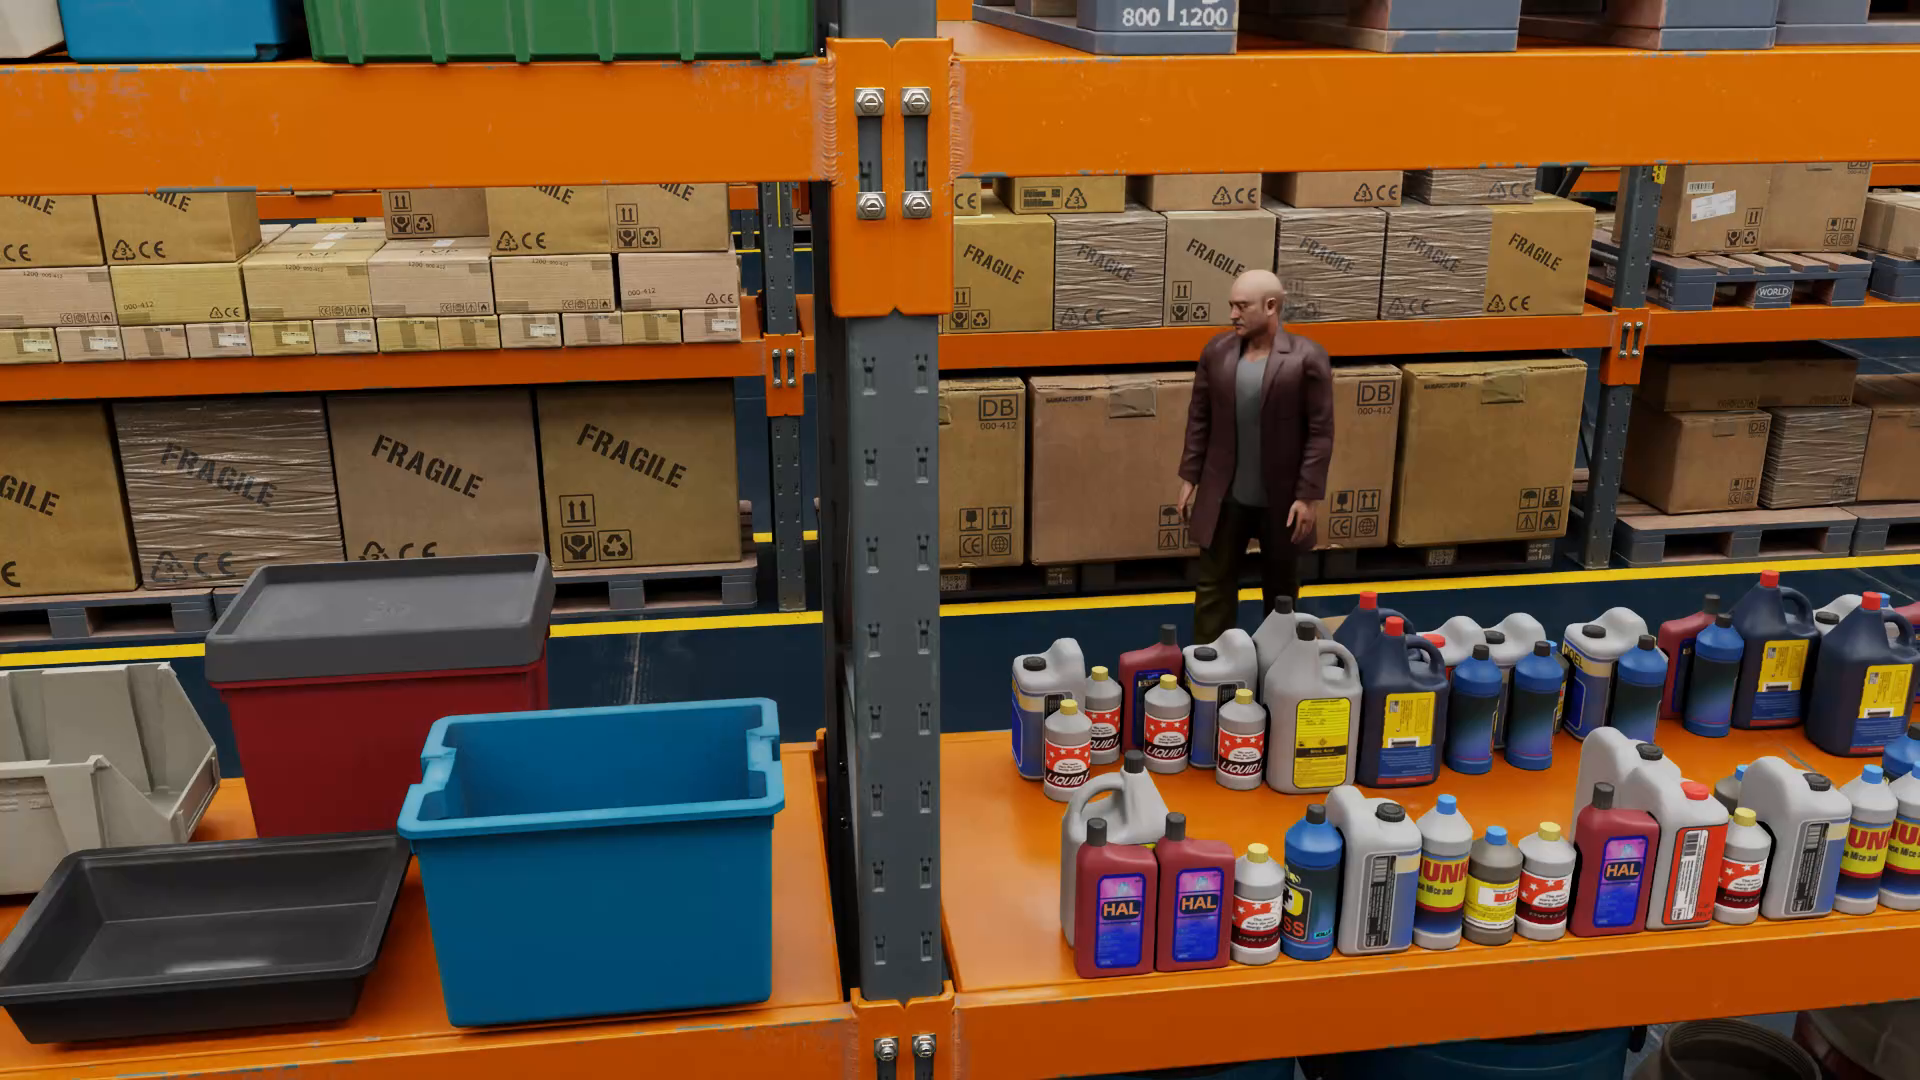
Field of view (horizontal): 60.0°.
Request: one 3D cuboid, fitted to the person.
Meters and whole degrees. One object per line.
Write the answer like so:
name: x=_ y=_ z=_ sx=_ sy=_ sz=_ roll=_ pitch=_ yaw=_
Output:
person: x=1.145 y=-0.182 z=6.559 sx=0.630 sy=1.775 sz=0.679 roll=8 pitch=21 yaw=22
